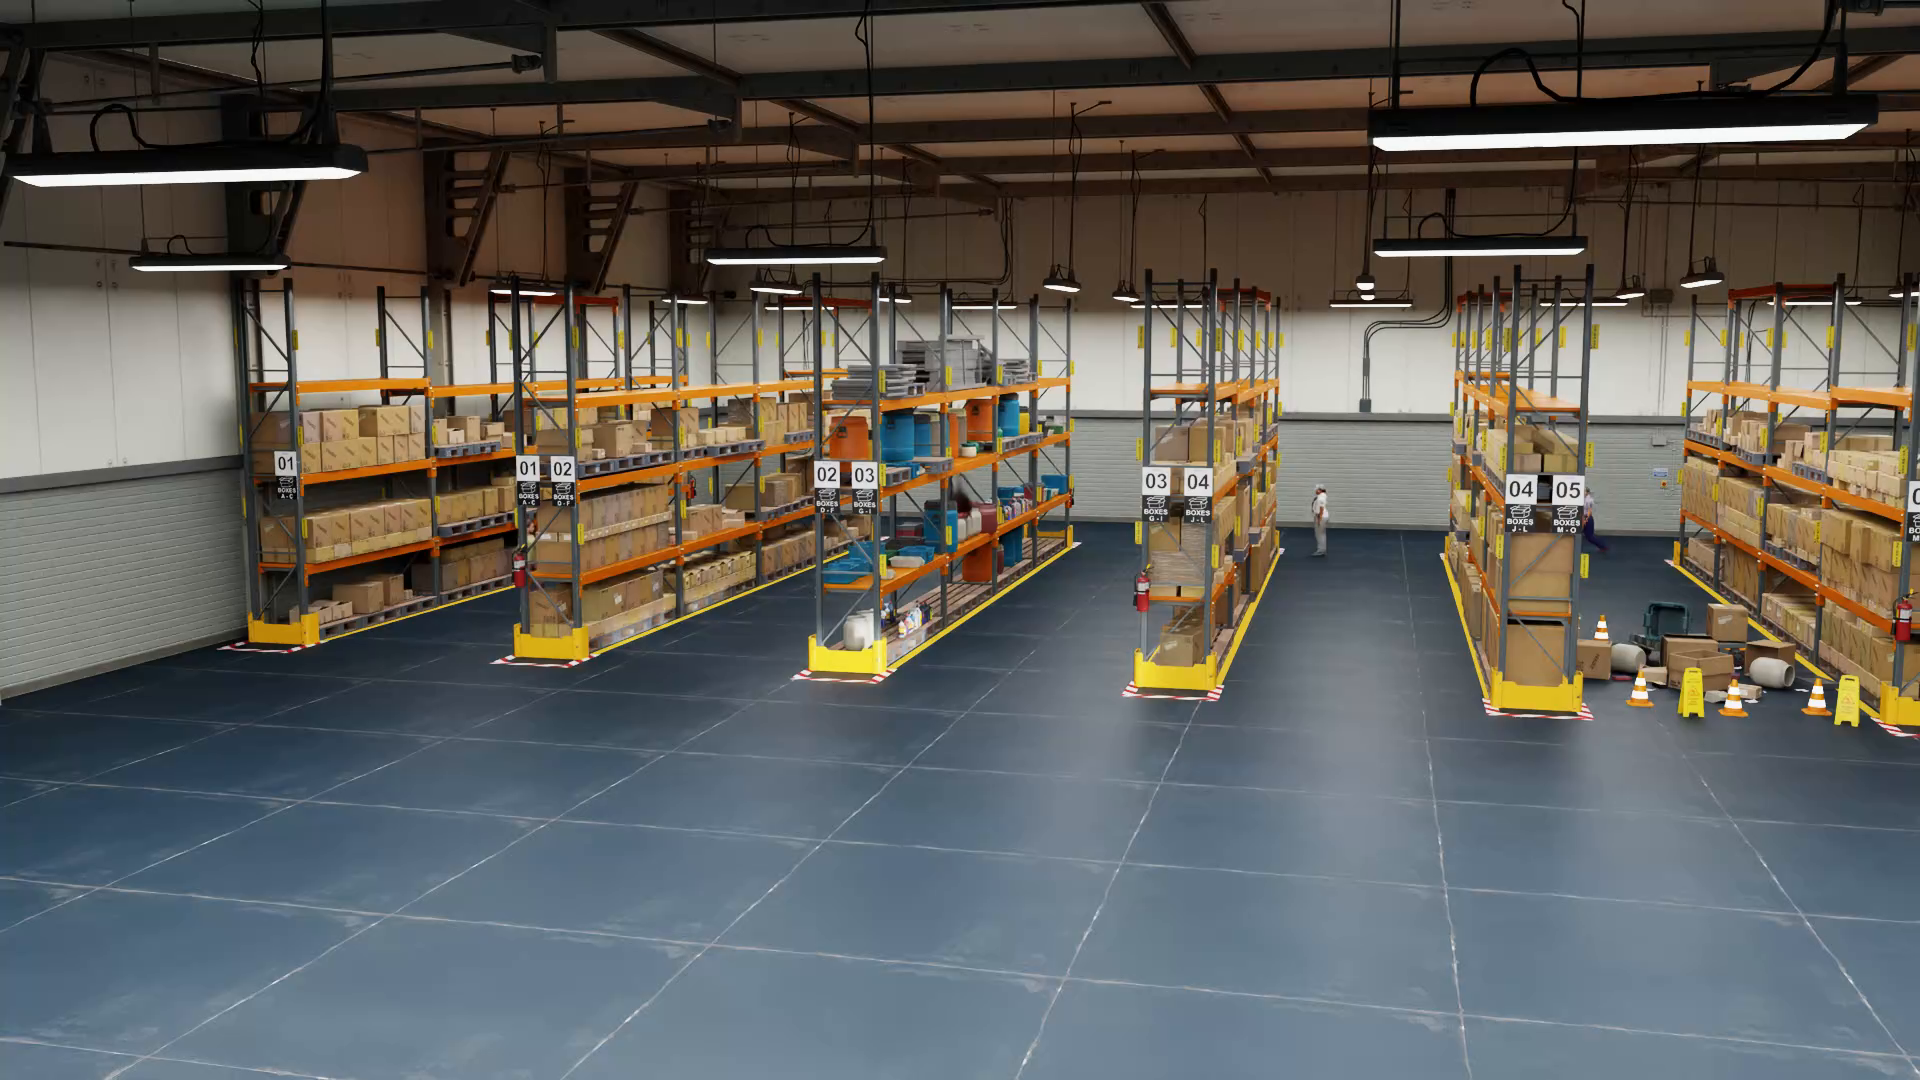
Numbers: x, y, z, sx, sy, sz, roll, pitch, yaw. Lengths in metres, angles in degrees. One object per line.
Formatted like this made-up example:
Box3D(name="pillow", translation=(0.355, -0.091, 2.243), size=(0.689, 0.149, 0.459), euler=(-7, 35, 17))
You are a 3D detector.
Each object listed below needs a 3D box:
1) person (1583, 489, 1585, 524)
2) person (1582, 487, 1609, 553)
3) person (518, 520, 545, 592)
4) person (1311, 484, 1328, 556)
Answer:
Box3D(name="person", translation=(13.700, -0.314, 37.007), size=(0.355, 1.831, 0.676), euler=(2, 7, 18))
Box3D(name="person", translation=(14.639, -0.449, 38.797), size=(0.943, 1.601, 0.513), euler=(1, 7, 9))
Box3D(name="person", translation=(-8.044, 0.455, 31.106), size=(0.452, 1.672, 0.516), euler=(6, 9, 39))
Box3D(name="person", translation=(8.395, -0.480, 38.817), size=(0.388, 1.667, 0.555), euler=(2, 7, 12))
